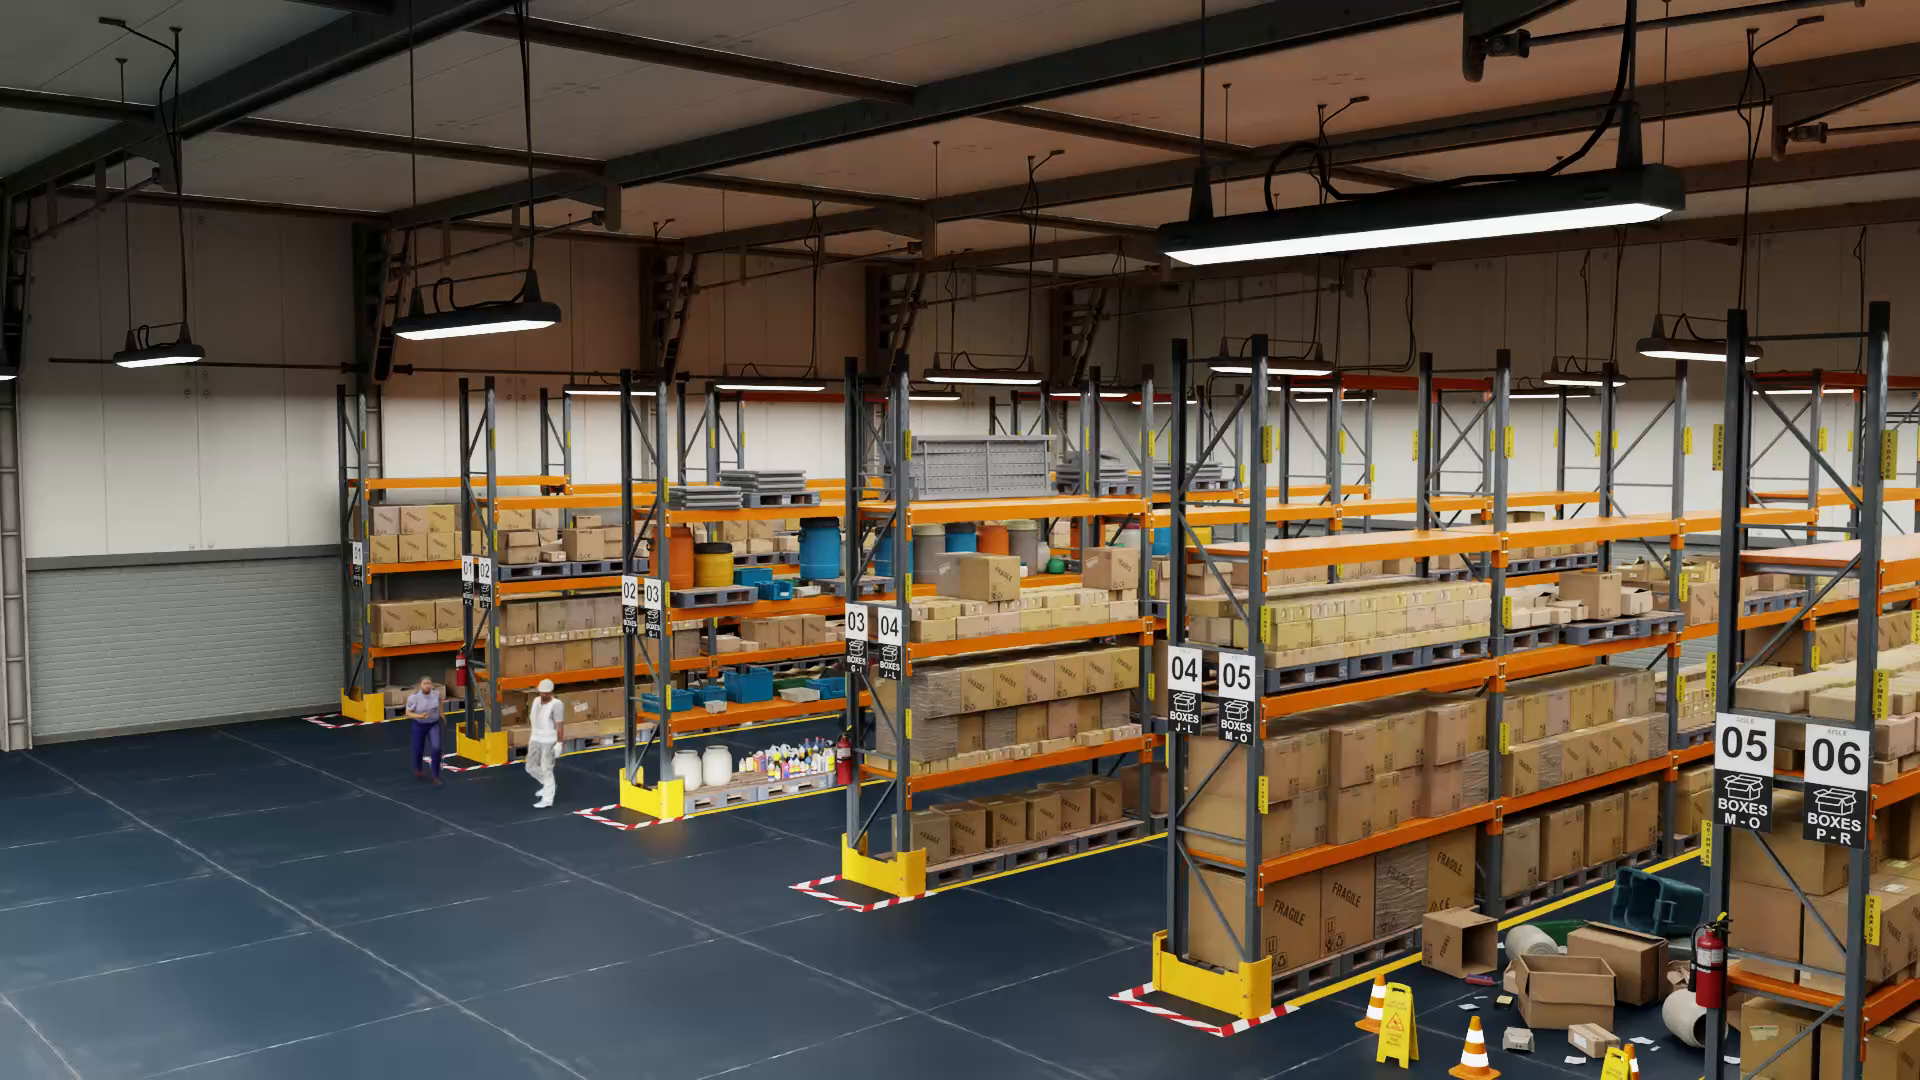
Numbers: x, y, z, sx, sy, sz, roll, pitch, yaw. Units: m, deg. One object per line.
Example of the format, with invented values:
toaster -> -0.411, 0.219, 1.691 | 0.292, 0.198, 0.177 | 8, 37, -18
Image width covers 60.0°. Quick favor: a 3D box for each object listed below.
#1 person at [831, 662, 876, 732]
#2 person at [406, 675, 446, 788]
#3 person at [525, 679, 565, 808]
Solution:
person -> -1.601, 2.674, 26.828 | 0.971, 1.455, 0.519 | -1, 4, -12
person -> -7.813, 2.770, 24.326 | 0.600, 1.637, 0.955 | -2, 4, -26
person -> -5.664, 2.767, 22.835 | 0.704, 1.776, 0.510 | 2, 4, 33
